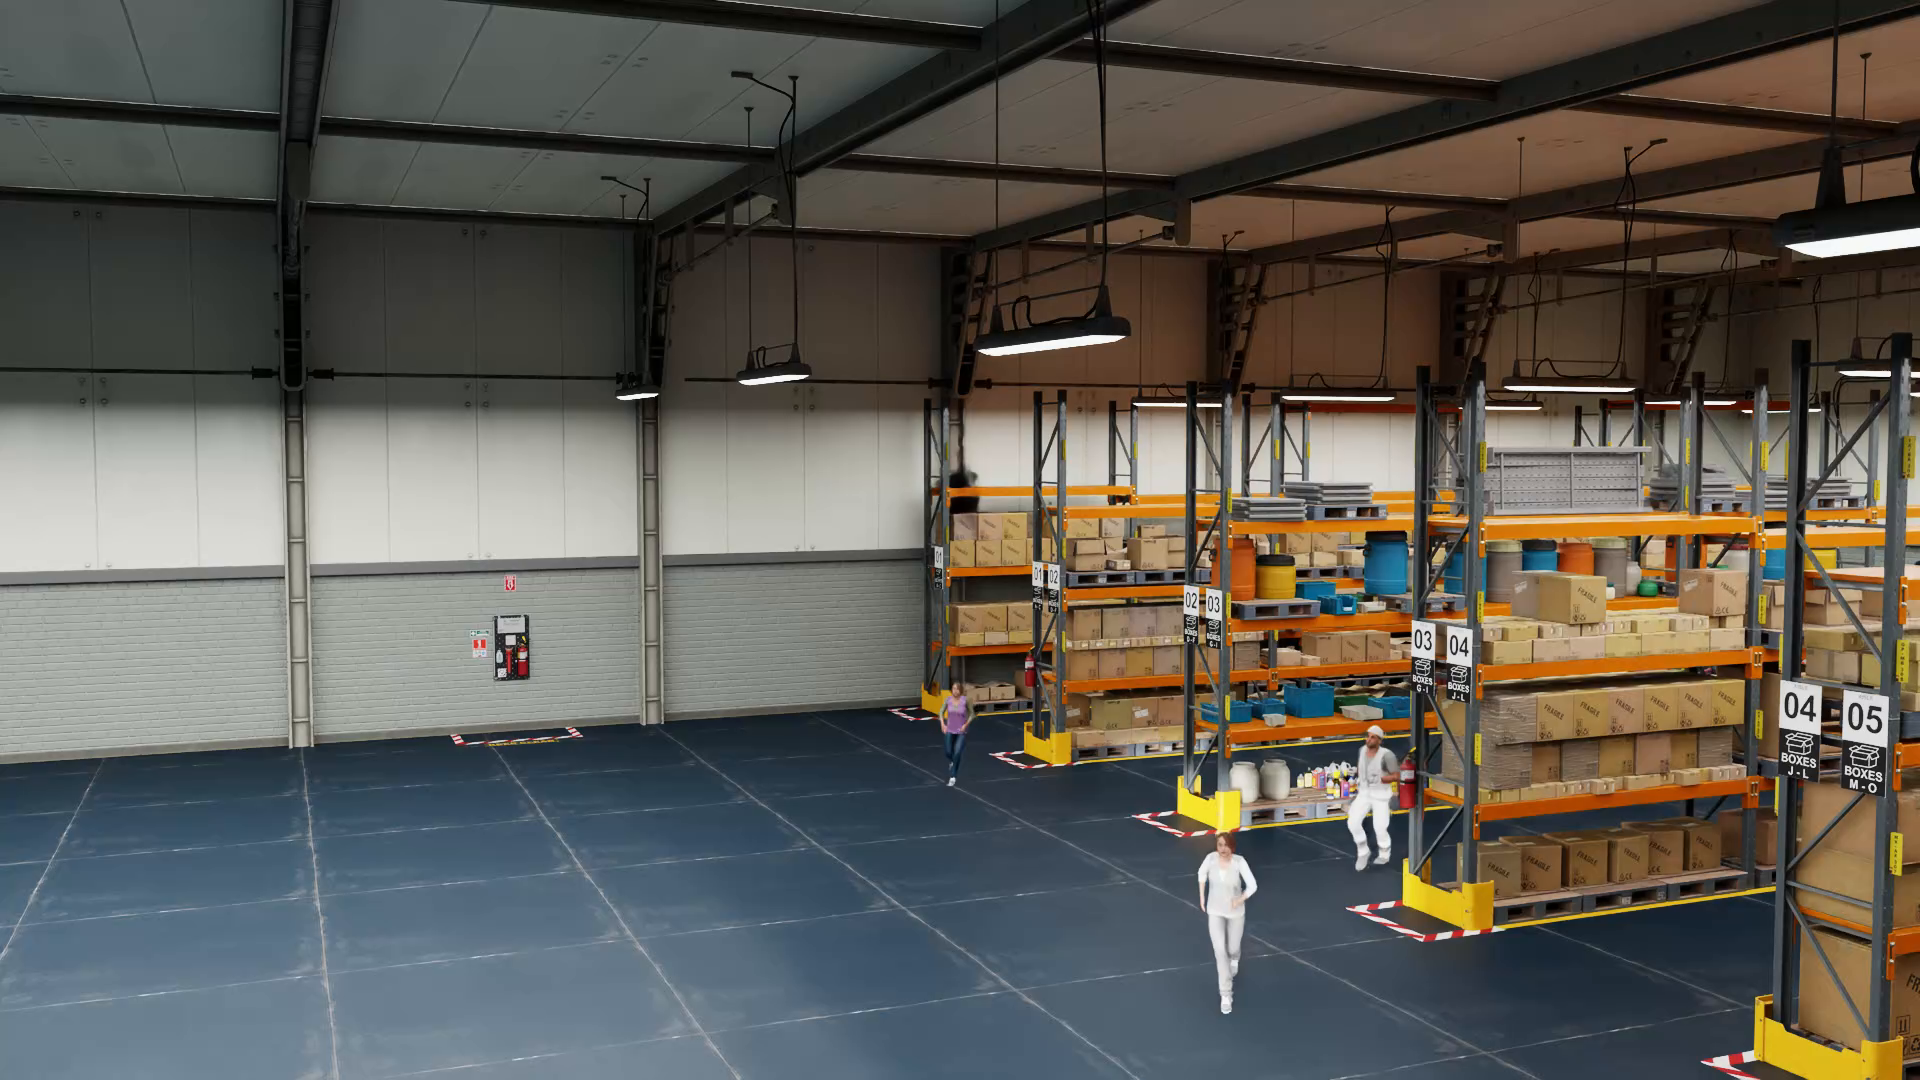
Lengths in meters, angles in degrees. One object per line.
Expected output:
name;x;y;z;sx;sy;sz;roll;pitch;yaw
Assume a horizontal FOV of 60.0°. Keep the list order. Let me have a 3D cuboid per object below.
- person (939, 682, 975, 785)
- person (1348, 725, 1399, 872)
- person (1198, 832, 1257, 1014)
person;-0.051;2.960;25.191;0.554;1.469;0.535;0;3;7
person;4.985;3.103;19.979;0.640;1.782;0.761;3;5;42
person;2.470;3.466;15.415;0.558;1.589;0.902;1;3;16
